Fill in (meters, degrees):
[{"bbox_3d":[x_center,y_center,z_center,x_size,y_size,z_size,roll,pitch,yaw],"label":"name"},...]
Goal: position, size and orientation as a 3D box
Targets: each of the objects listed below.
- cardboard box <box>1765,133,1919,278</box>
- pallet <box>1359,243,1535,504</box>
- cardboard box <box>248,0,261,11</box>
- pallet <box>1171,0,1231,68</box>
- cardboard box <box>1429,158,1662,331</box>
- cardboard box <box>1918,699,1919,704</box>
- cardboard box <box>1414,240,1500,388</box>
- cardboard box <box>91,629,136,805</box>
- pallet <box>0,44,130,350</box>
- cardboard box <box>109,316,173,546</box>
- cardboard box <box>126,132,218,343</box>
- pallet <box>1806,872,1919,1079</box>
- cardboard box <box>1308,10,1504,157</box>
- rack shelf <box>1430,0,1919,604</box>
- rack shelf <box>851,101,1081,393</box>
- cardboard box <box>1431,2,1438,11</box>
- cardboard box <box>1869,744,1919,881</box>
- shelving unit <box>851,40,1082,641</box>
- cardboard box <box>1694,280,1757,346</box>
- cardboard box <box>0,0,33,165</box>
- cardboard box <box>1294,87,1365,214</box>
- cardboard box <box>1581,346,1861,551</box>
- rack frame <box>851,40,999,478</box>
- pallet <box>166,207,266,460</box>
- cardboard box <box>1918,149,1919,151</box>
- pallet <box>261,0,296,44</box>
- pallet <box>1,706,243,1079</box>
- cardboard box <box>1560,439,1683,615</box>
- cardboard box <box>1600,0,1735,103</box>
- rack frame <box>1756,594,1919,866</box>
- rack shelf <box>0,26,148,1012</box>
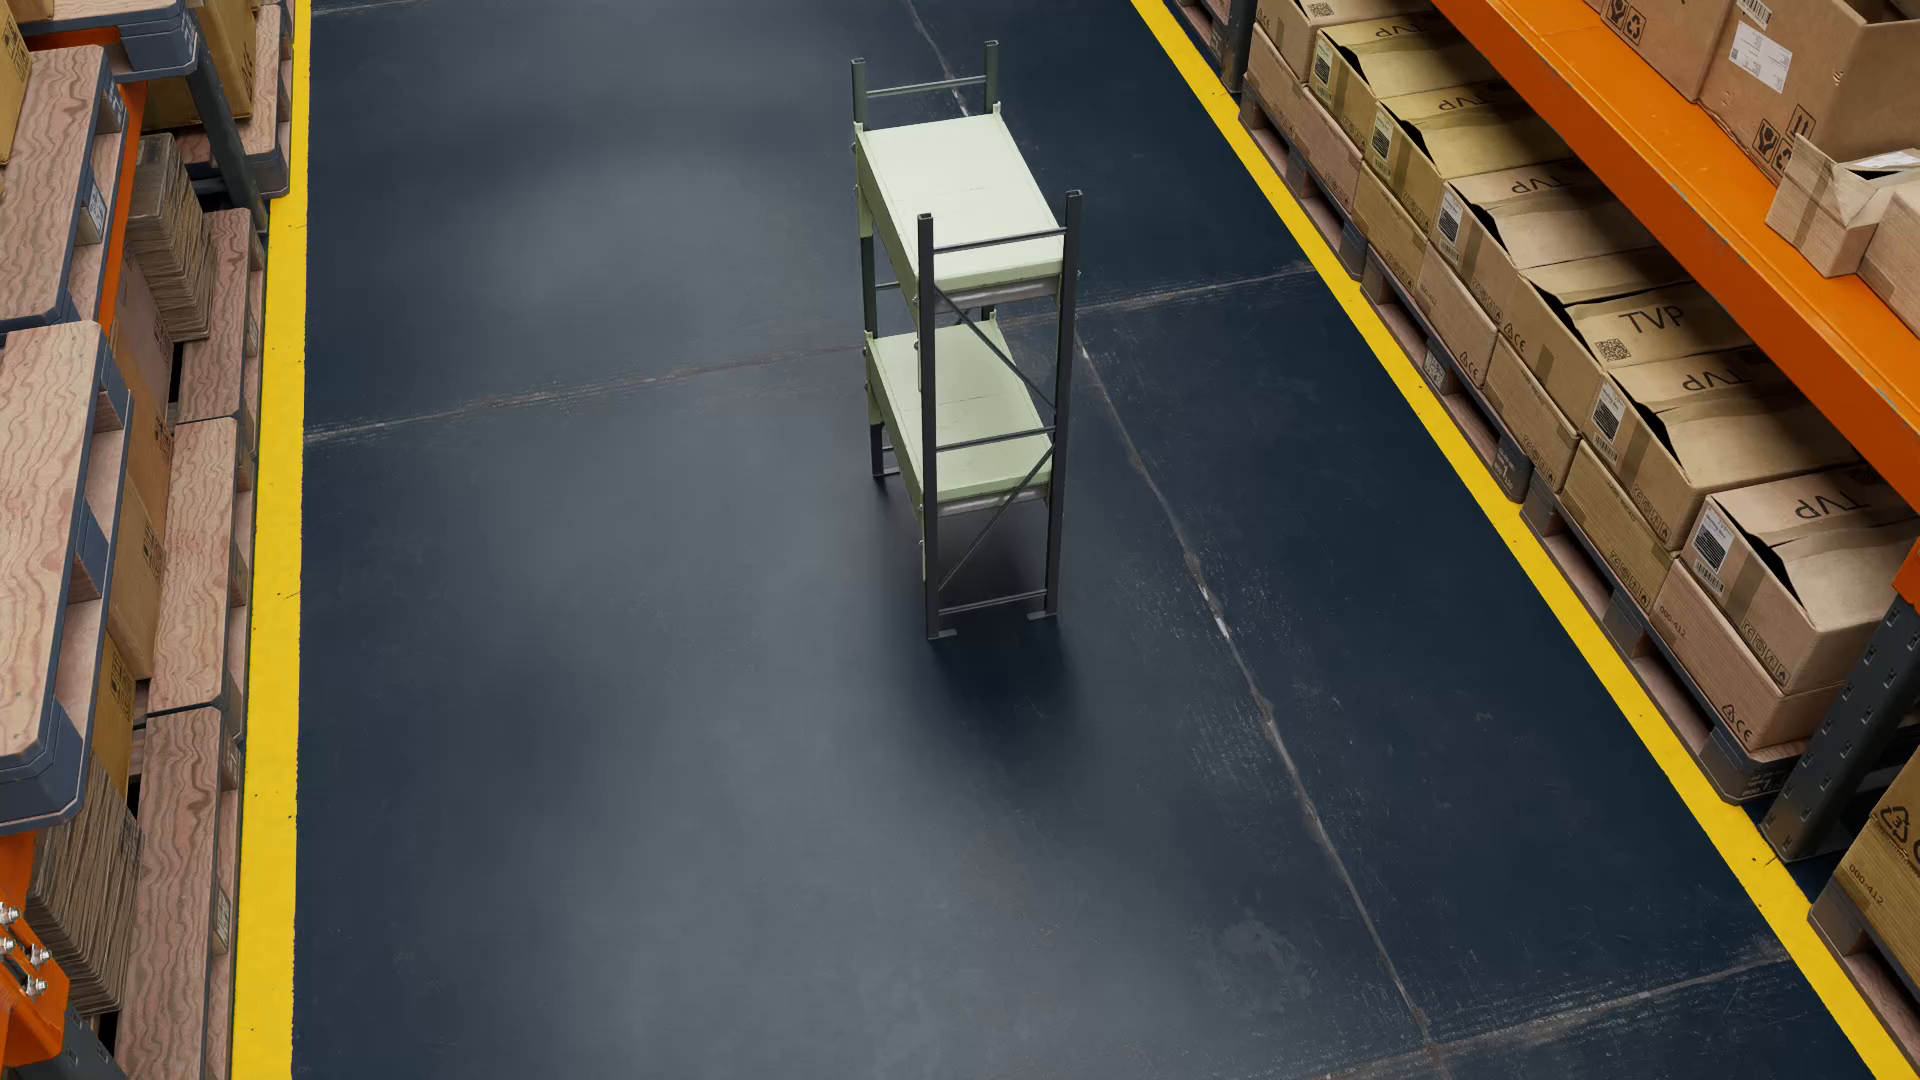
[{"bbox_3d":[2.246,-0.848,4.075,0.396,0.266,0.258,-12,47,-11],"label":"cardboard box"},{"bbox_3d":[2.106,-0.691,5.779,1.003,0.211,1.213,-11,47,-10],"label":"pallet"},{"bbox_3d":[-3.442,-2.707,7.014,0.750,0.750,0.750,-11,47,-11],"label":"cardboard box"},{"bbox_3d":[1.470,-2.629,7.679,1.003,0.211,1.213,-11,47,-10],"label":"pallet"},{"bbox_3d":[1.878,-0.980,5.349,0.500,0.311,0.500,-11,47,-11],"label":"cardboard box"},{"bbox_3d":[2.785,0.170,4.614,0.500,0.250,0.500,-12,47,-11],"label":"cardboard box"},{"bbox_3d":[1.874,-0.793,5.559,0.500,0.250,0.500,-10,46,-10],"label":"cardboard box"},{"bbox_3d":[-2.524,0.455,4.146,0.700,0.500,0.500,-12,47,-11],"label":"cardboard box"},{"bbox_3d":[-2.617,-0.748,4.017,1.003,0.211,1.213,-11,47,-10],"label":"pallet"},{"bbox_3d":[-2.754,-0.251,4.838,0.700,0.500,0.500,-11,47,-11],"label":"cardboard box"},{"bbox_3d":[-2.928,-0.966,5.539,0.700,0.500,0.500,-10,46,-10],"label":"cardboard box"},{"bbox_3d":[2.812,1.211,3.915,1.003,0.211,1.213,-11,47,-10],"label":"pallet"},{"bbox_3d":[1.617,-1.687,6.042,0.500,0.311,0.500,-12,47,-11],"label":"cardboard box"},{"bbox_3d":[2.137,-1.450,5.075,1.077,0.370,4.000,-11,47,-10],"label":"rack shelf"},{"bbox_3d":[0.002,-0.793,4.431,0.431,0.370,0.720,-11,47,-10],"label":"rack shelf"},{"bbox_3d":[1.997,-2.147,6.493,0.500,0.311,0.500,-10,46,-9],"label":"cardboard box"},{"bbox_3d":[2.465,0.609,3.659,0.500,0.500,0.500,-11,47,-10],"label":"cardboard box"},{"bbox_3d":[0.002,-0.520,4.710,0.431,1.500,0.755,-11,47,-10],"label":"shelving unit"},{"bbox_3d":[2.527,-0.737,5.110,0.500,0.311,0.500,-12,47,-12],"label":"cardboard box"},{"bbox_3d":[-2.693,-1.185,3.933,0.700,0.500,0.500,-11,47,-10],"label":"cardboard box"},{"bbox_3d":[1.604,-1.505,6.256,0.500,0.250,0.500,-12,47,-11],"label":"cardboard box"},{"bbox_3d":[2.129,-0.287,4.670,0.500,0.311,0.500,-10,46,-9],"label":"cardboard box"},{"bbox_3d":[-0.092,-0.773,4.957,0.400,1.500,0.023,-11,47,-10],"label":"rack frame"},{"bbox_3d":[-2.964,-0.659,5.748,1.003,0.211,1.213,-11,47,-10],"label":"pallet"},{"bbox_3d":[2.619,-0.883,4.191,0.380,0.149,0.250,-11,47,-10],"label":"cardboard box"},{"bbox_3d":[-3.601,-2.597,7.648,1.003,0.211,1.213,-11,47,-10],"label":"pallet"},{"bbox_3d":[-2.340,1.026,4.097,1.003,0.211,1.213,-11,47,-10],"label":"pallet"},{"bbox_3d":[2.135,-0.089,4.868,0.500,0.250,0.500,-11,47,-11],"label":"cardboard box"},{"bbox_3d":[2.205,-1.599,4.647,0.500,0.500,0.500,-11,47,-10],"label":"cardboard box"},{"bbox_3d":[2.649,-0.321,3.465,1.000,3.000,0.127,-11,47,-10],"label":"rack frame"},{"bbox_3d":[-2.651,-0.542,4.185,1.077,0.370,4.000,-11,47,-10],"label":"rack shelf"}]
